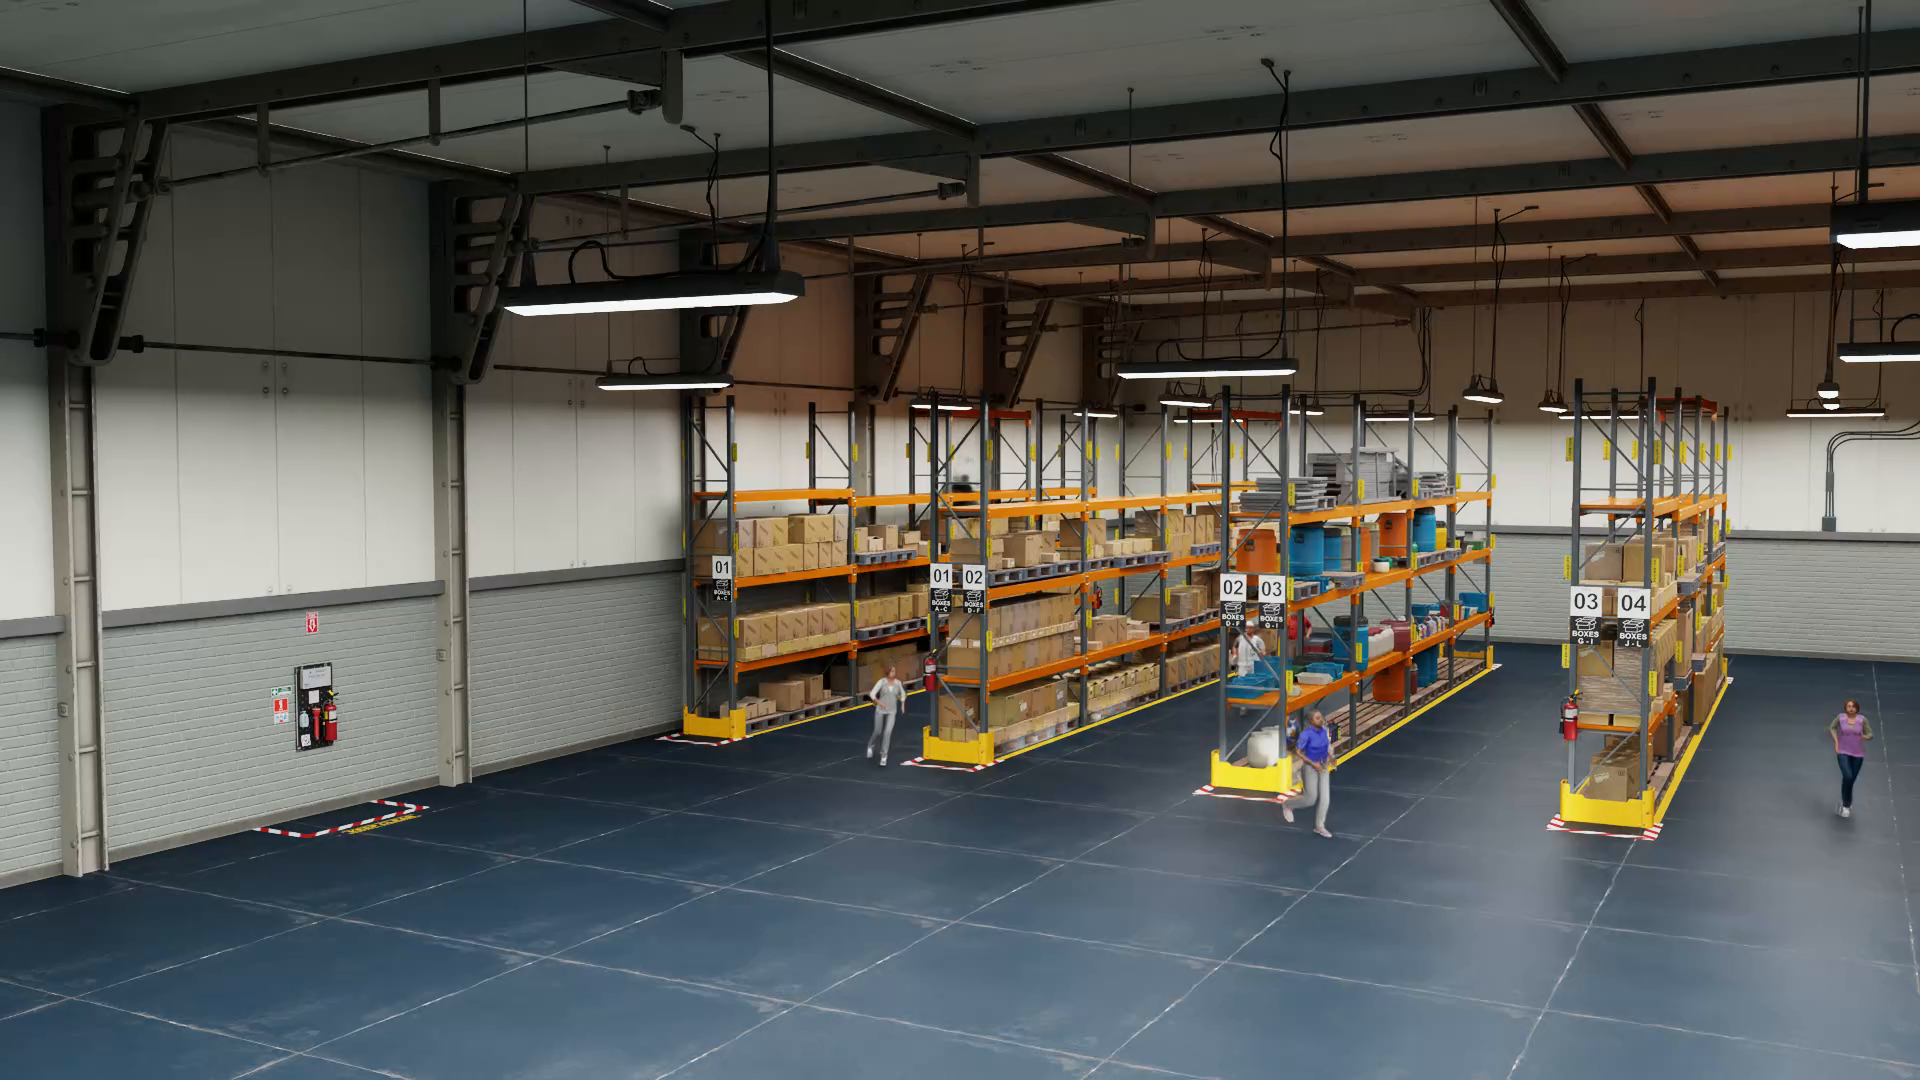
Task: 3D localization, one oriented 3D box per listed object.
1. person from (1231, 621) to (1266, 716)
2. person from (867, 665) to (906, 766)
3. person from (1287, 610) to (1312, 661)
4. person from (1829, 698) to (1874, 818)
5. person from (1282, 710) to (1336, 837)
[{"bbox_3d":[5.498,2.423,31.677,0.663,1.766,0.997,1,3,18],"label":"person"},{"bbox_3d":[-1.148,2.789,26.750,0.607,1.568,0.803,-1,3,-14],"label":"person"},{"bbox_3d":[7.192,2.266,35.611,0.664,1.726,0.954,1,3,14],"label":"person"},{"bbox_3d":[12.322,3.014,22.985,0.509,1.626,0.721,1,3,18],"label":"person"},{"bbox_3d":[4.632,3.047,21.922,0.559,1.626,0.752,-2,4,-32],"label":"person"}]
